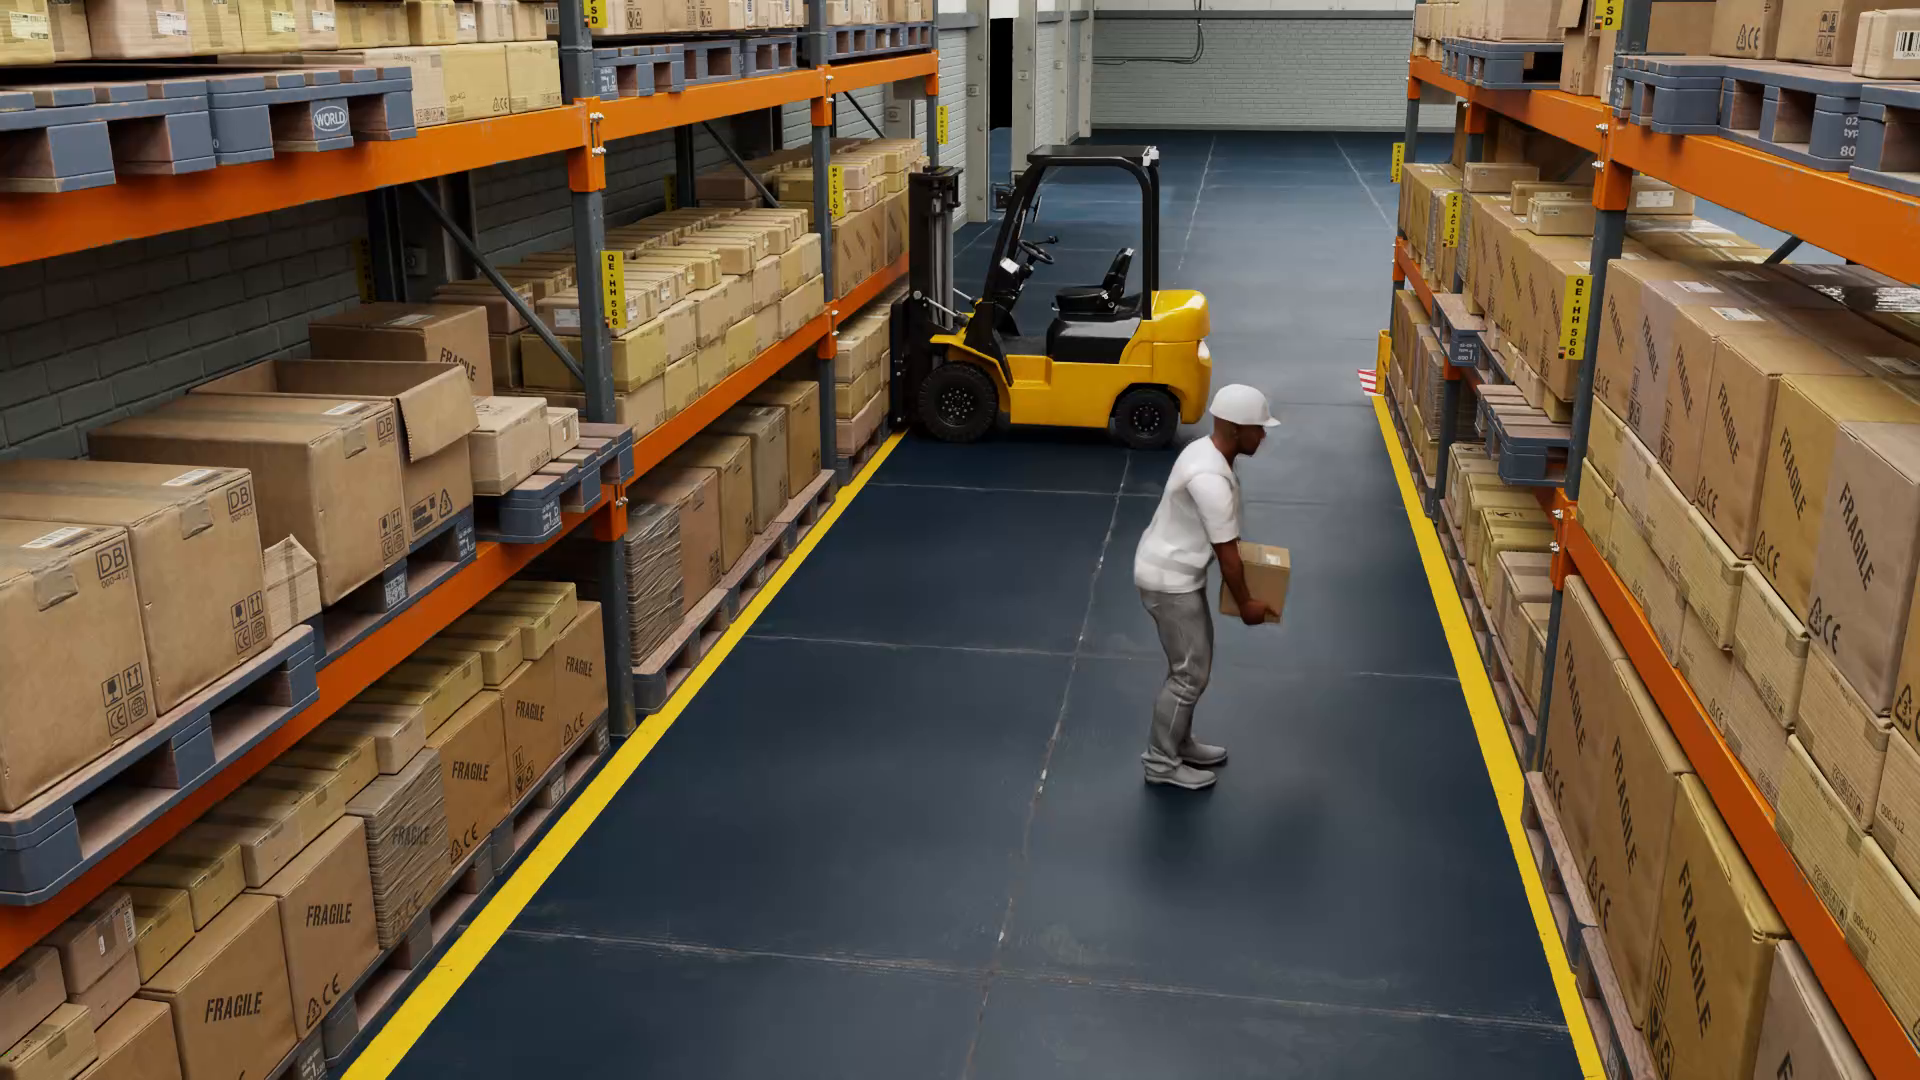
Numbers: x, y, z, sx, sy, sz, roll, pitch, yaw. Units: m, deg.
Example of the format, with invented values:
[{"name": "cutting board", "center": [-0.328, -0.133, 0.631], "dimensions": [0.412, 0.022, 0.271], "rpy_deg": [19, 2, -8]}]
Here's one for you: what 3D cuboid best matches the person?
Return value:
[{"name": "person", "center": [1.035, 0.184, 7.014], "dimensions": [0.610, 1.718, 0.498], "rpy_deg": [3, 18, 8]}]
